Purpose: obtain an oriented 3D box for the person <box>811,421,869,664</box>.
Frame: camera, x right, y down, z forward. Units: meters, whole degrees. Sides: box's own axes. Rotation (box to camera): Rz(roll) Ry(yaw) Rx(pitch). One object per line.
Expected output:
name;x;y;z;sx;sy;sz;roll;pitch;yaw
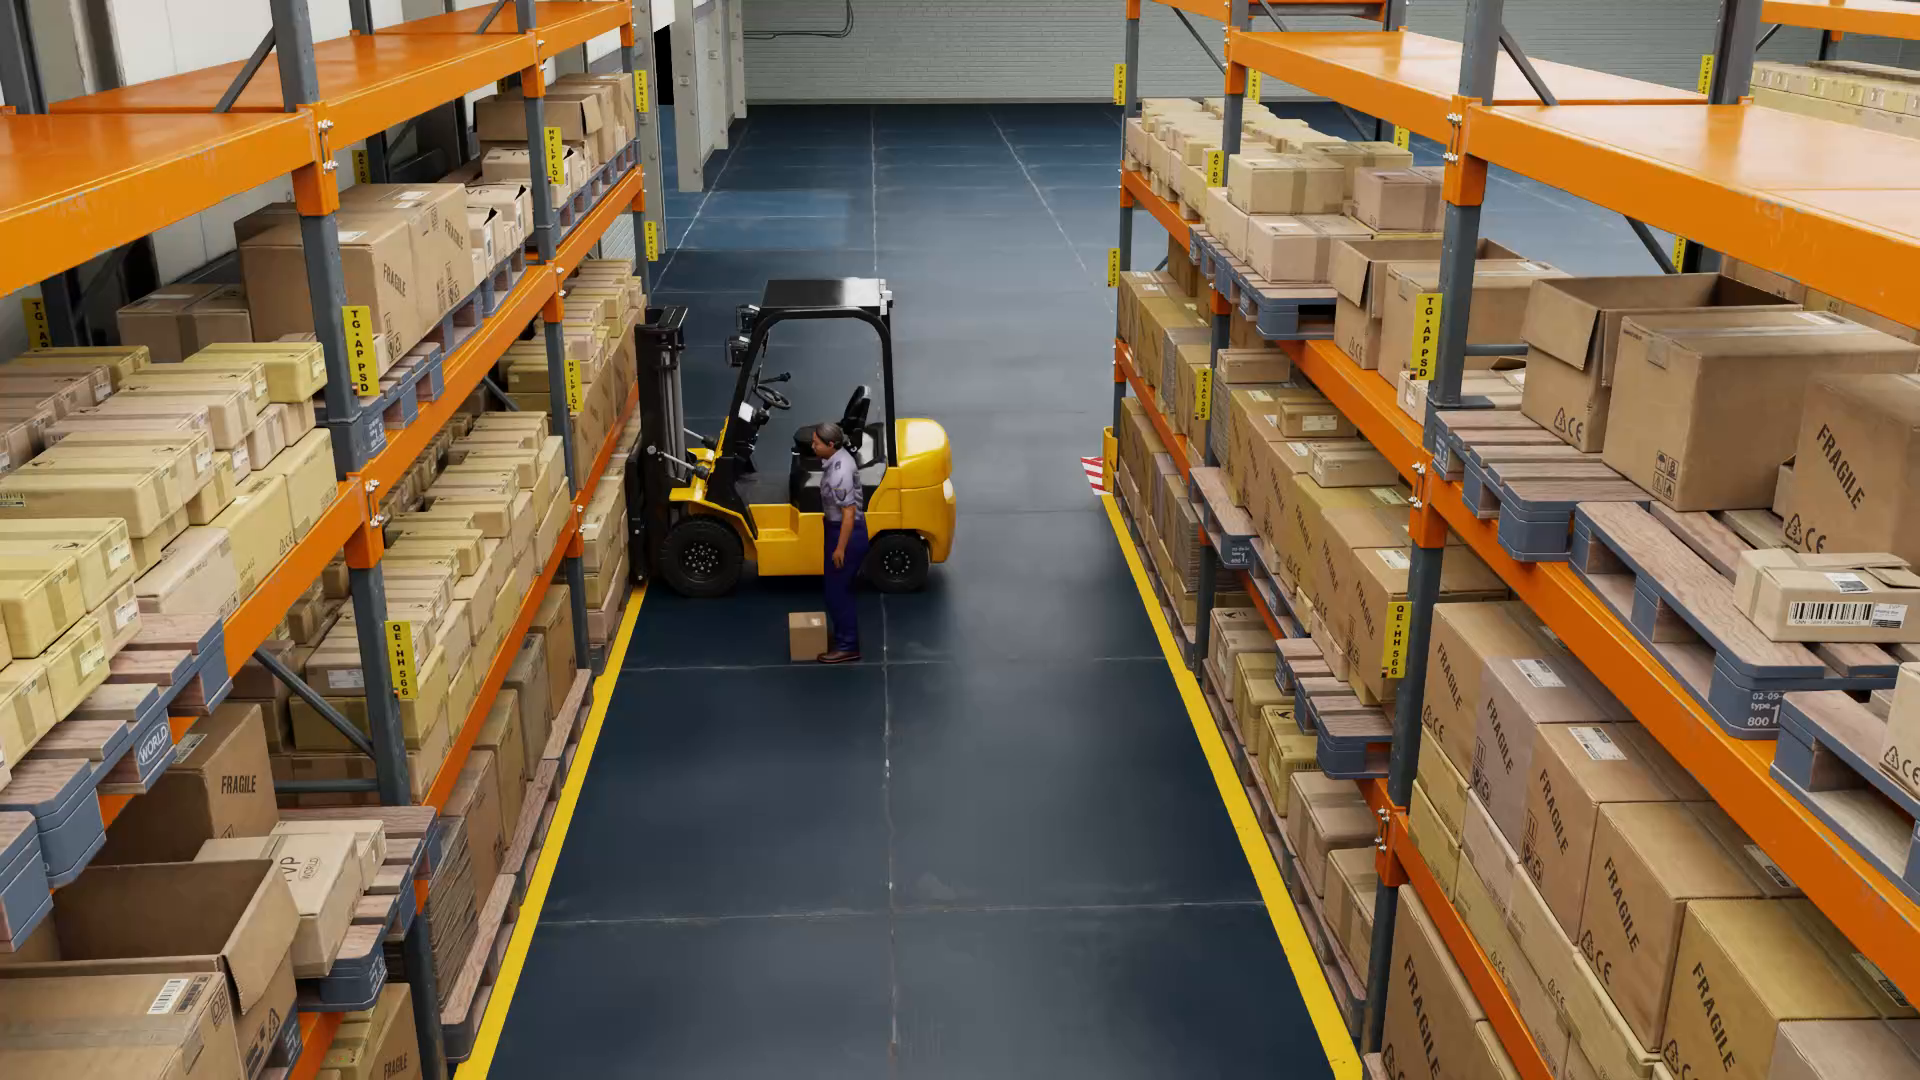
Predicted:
person;-0.798;-0.003;11.119;0.373;1.636;0.547;-2;21;-5
